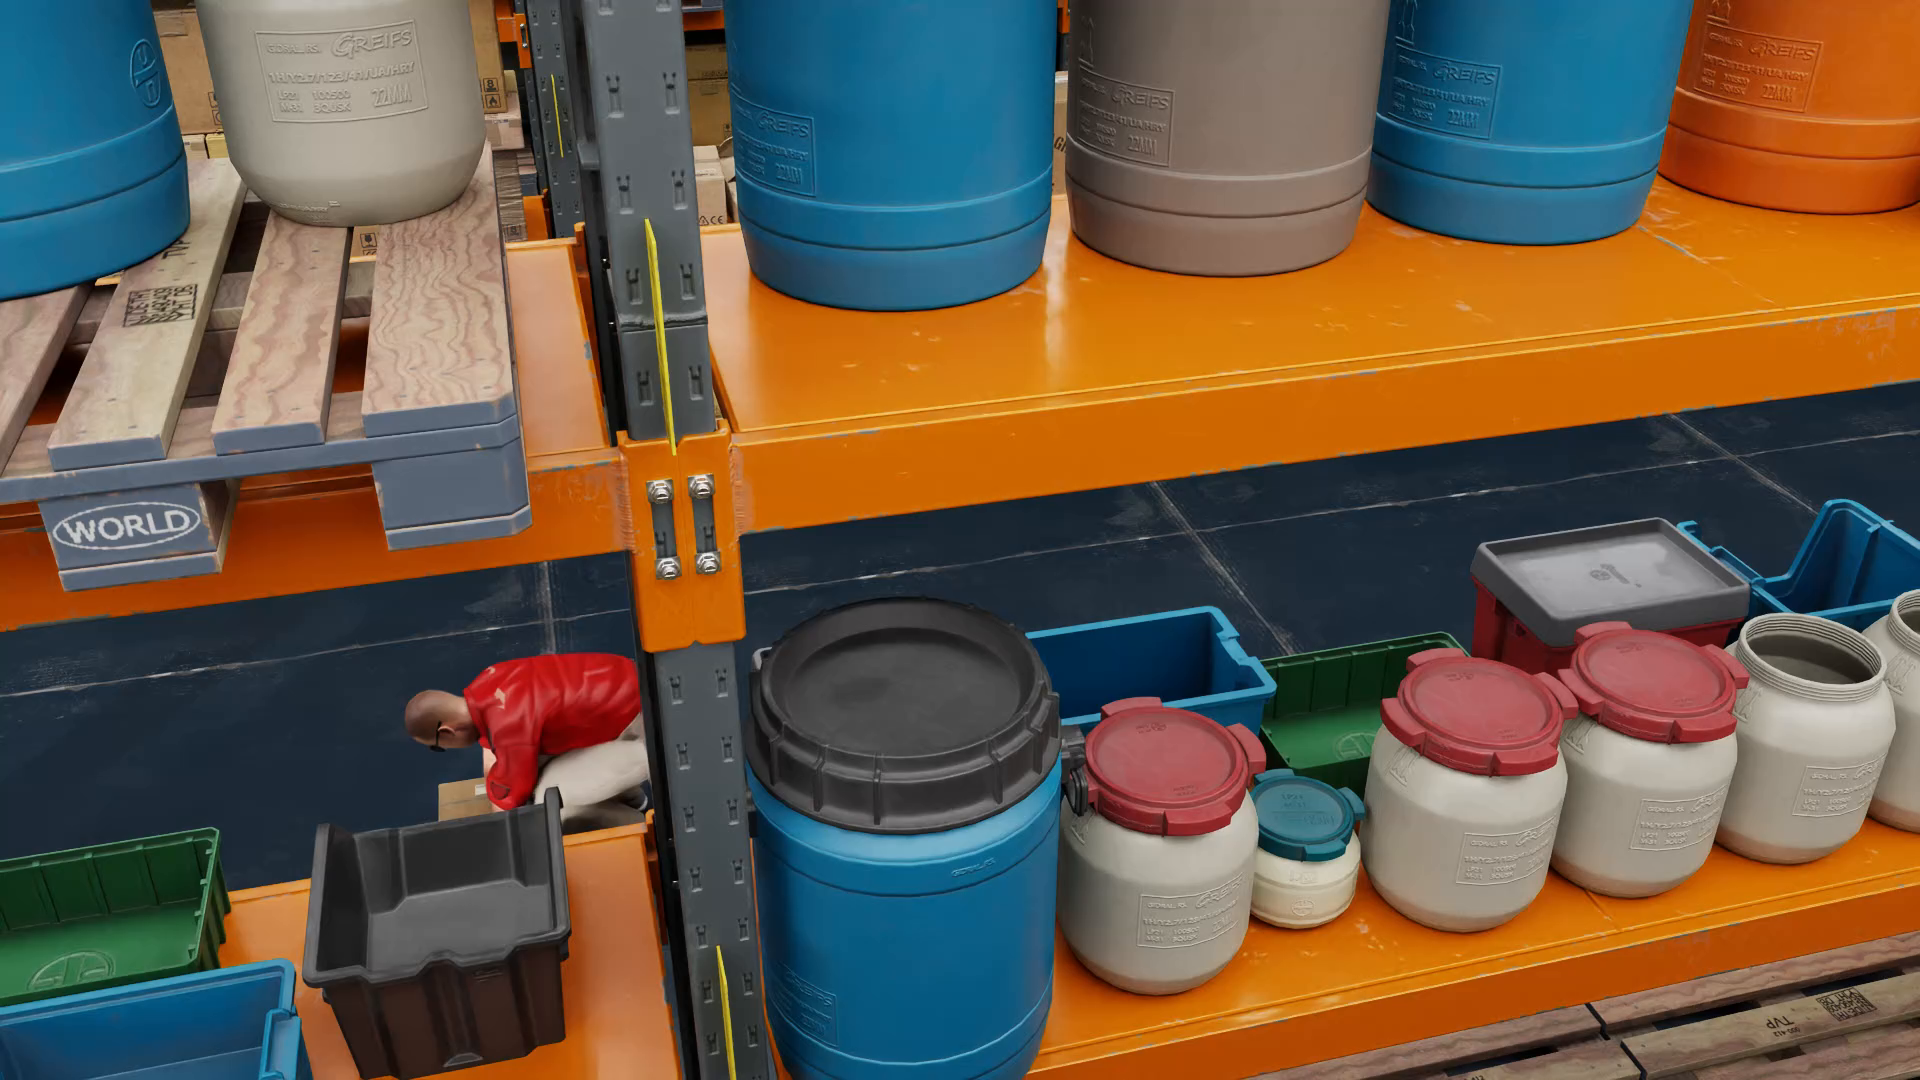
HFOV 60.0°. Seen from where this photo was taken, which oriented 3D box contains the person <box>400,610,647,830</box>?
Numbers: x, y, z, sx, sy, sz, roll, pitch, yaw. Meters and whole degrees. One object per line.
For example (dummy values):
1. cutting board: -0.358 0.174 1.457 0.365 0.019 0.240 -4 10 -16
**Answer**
1. person: -1.406 0.716 5.760 0.956 0.885 0.536 -9 31 -15
